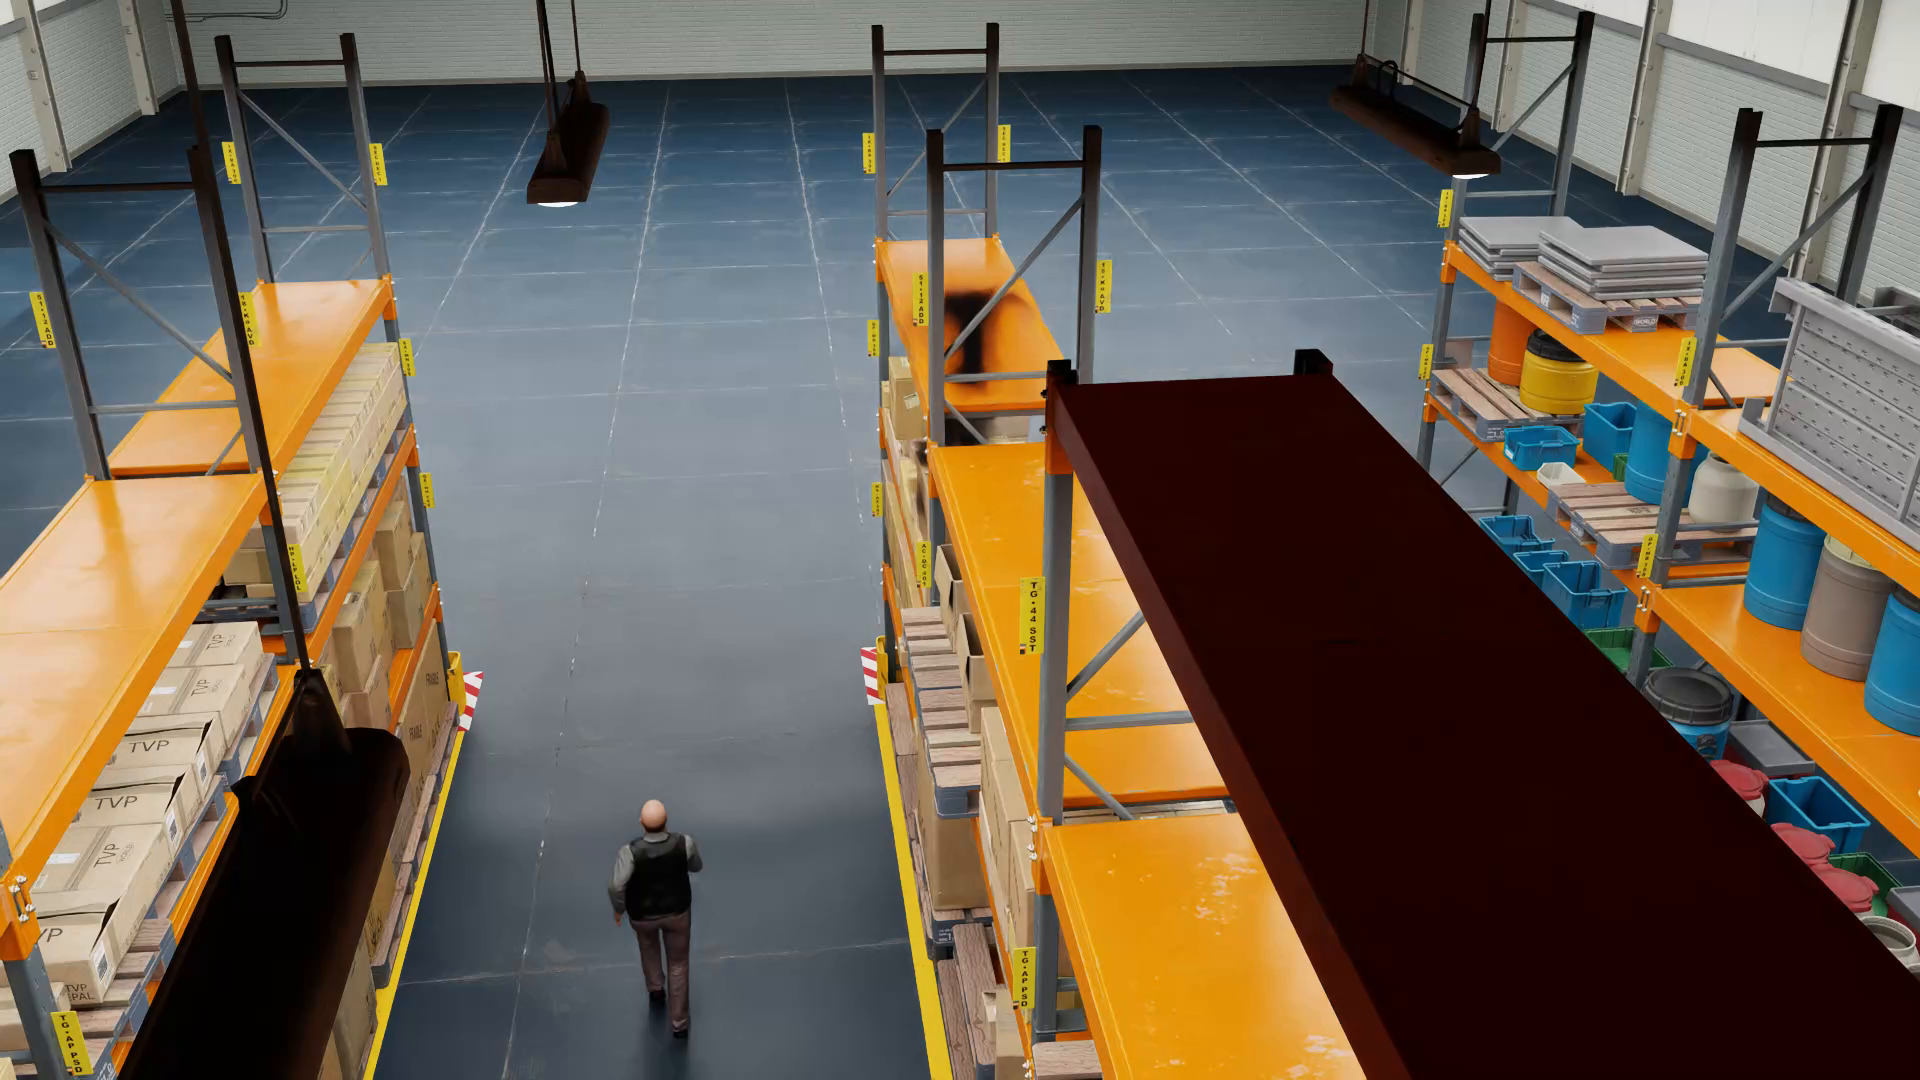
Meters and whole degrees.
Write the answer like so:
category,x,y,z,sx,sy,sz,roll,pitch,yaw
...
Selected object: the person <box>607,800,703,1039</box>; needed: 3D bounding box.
category,x,y,z,sx,sy,sz,roll,pitch,yaw
person,-2.025,2.525,11.230,0.634,1.772,0.829,-5,26,-11
